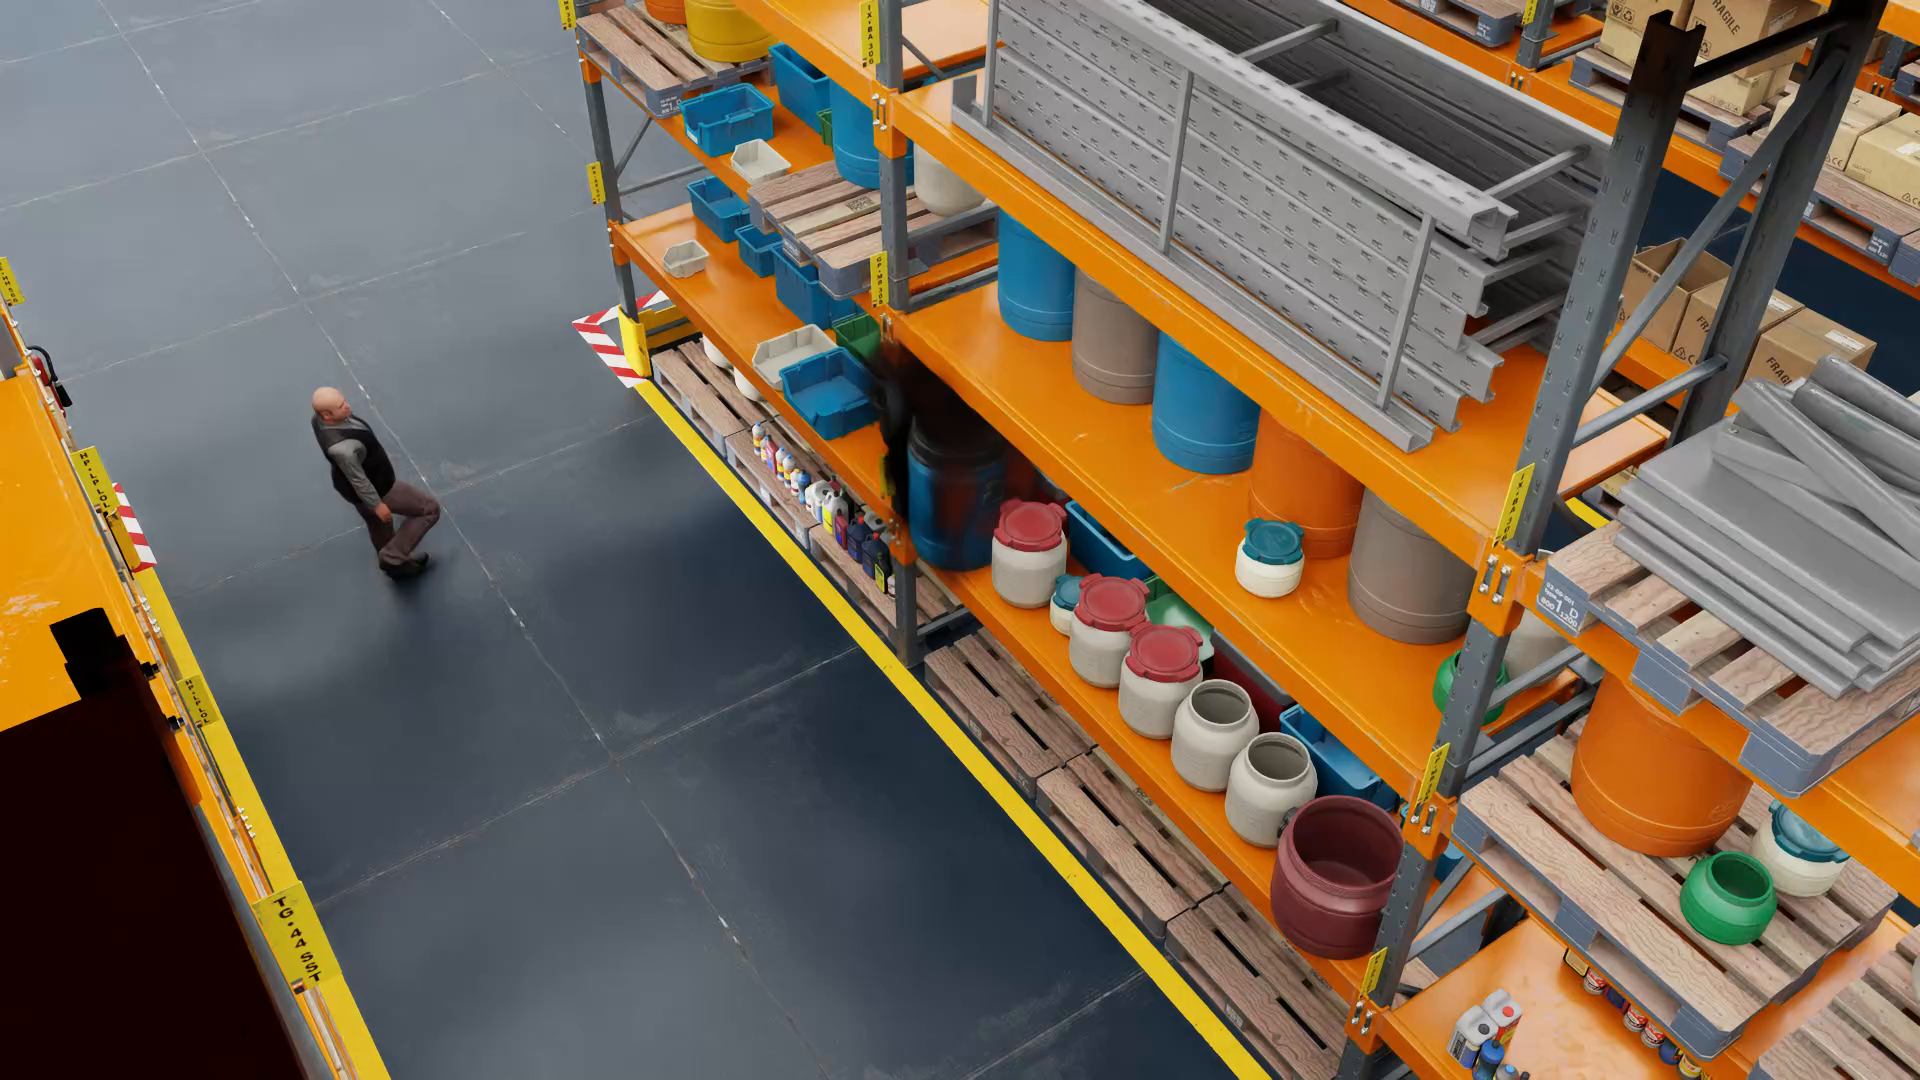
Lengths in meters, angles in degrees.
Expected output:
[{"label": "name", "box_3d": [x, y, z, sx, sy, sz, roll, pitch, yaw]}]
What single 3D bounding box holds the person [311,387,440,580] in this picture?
[{"label": "person", "box_3d": [-3.843, -0.371, 10.909, 0.563, 1.712, 0.582, 32, 51, 30]}]
